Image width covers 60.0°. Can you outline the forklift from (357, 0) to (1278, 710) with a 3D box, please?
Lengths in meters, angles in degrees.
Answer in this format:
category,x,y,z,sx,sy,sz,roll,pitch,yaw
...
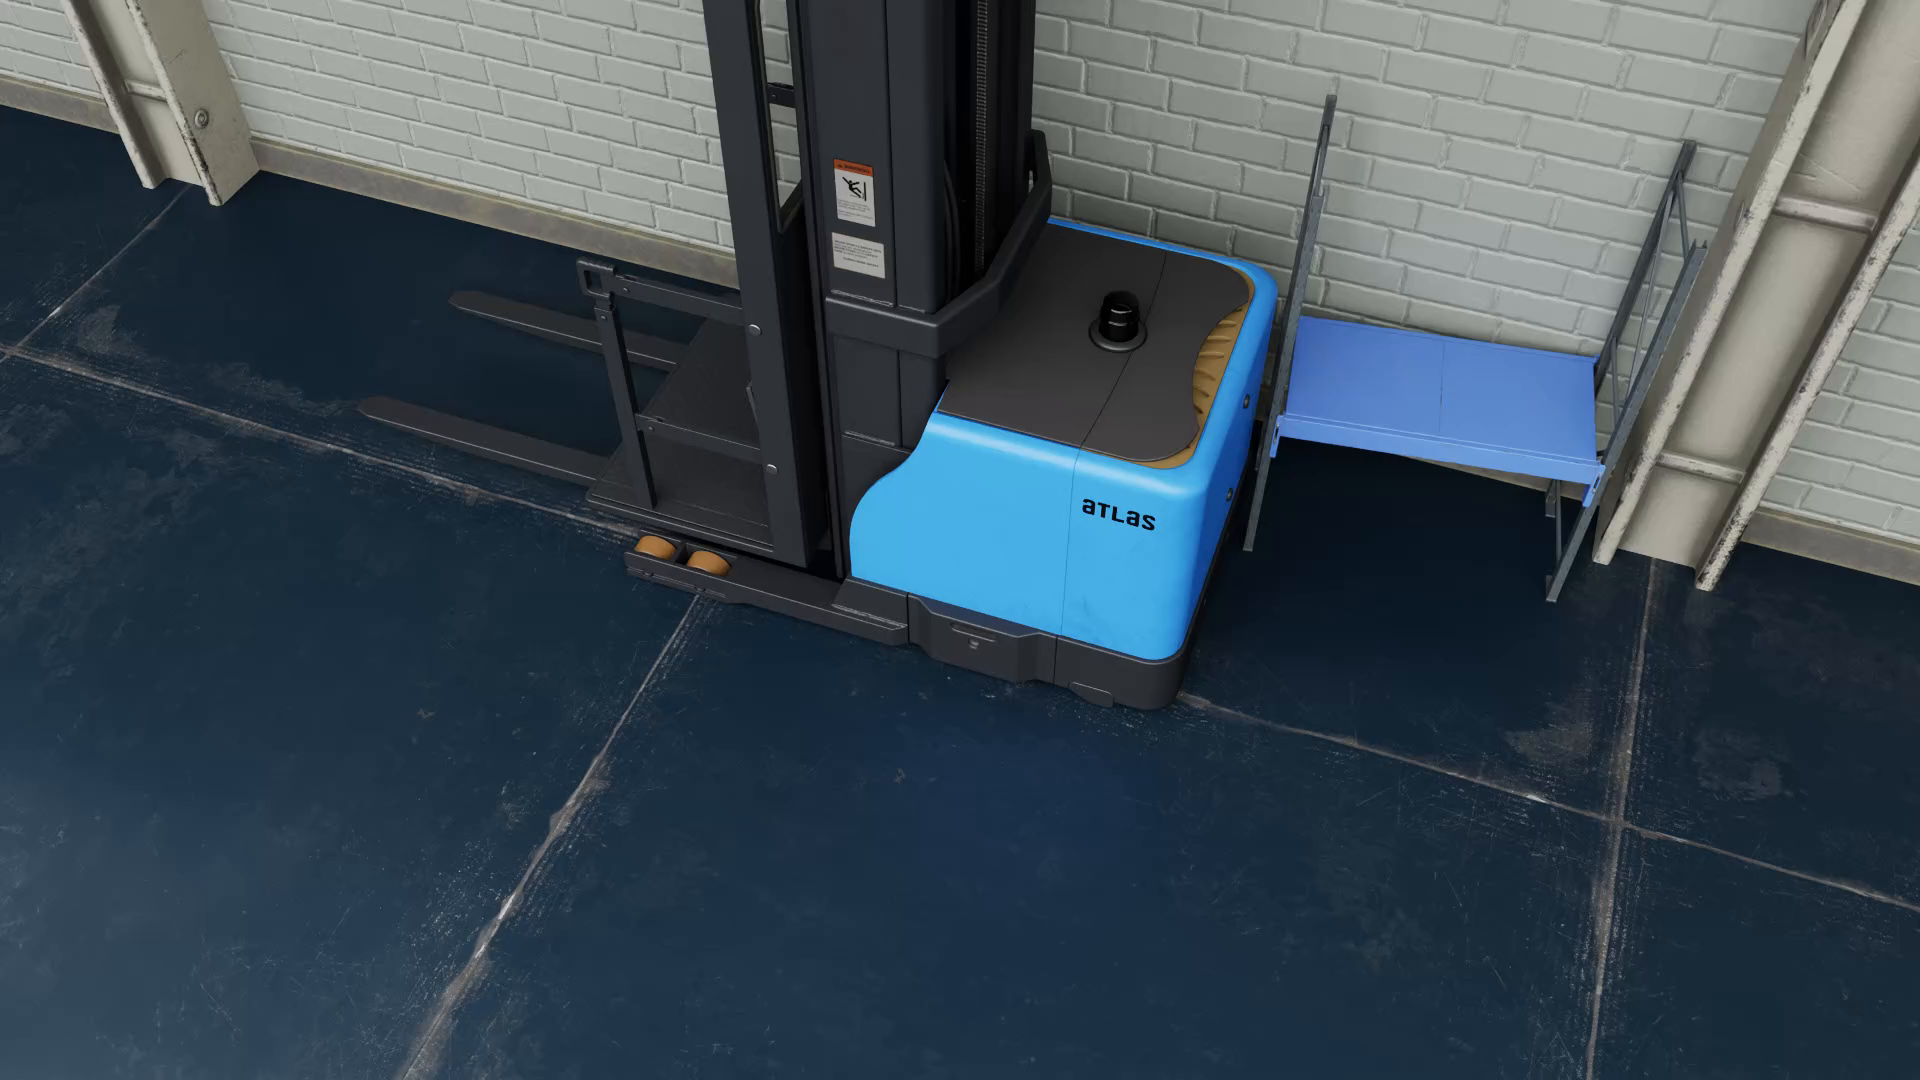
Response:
category,x,y,z,sx,sy,sz,roll,pitch,yaw
forklift,-0.592,-1.123,4.784,3.031,2.935,1.130,15,51,13

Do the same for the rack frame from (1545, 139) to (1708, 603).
category,x,y,z,sx,sy,sz,roll,pitch,yaw
rack frame,2.034,-0.469,5.164,0.032,1.500,0.500,10,50,8

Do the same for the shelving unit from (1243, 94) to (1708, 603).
category,x,y,z,sx,sy,sz,roll,pitch,yaw
shelving unit,1.538,-0.553,5.237,1.048,1.500,0.538,10,50,8

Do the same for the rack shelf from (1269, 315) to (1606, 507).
category,x,y,z,sx,sy,sz,roll,pitch,yaw
rack shelf,1.538,-0.435,5.373,1.000,0.185,0.538,10,50,8

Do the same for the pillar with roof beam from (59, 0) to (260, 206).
category,x,y,z,sx,sy,sz,roll,pitch,yaw
pillar with roof beam,-4.720,-1.453,1.054,0.400,9.000,9.100,16,51,13

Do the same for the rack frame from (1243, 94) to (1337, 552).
category,x,y,z,sx,sy,sz,roll,pitch,yaw
rack frame,1.042,-0.637,5.310,0.032,1.500,0.500,10,50,8
